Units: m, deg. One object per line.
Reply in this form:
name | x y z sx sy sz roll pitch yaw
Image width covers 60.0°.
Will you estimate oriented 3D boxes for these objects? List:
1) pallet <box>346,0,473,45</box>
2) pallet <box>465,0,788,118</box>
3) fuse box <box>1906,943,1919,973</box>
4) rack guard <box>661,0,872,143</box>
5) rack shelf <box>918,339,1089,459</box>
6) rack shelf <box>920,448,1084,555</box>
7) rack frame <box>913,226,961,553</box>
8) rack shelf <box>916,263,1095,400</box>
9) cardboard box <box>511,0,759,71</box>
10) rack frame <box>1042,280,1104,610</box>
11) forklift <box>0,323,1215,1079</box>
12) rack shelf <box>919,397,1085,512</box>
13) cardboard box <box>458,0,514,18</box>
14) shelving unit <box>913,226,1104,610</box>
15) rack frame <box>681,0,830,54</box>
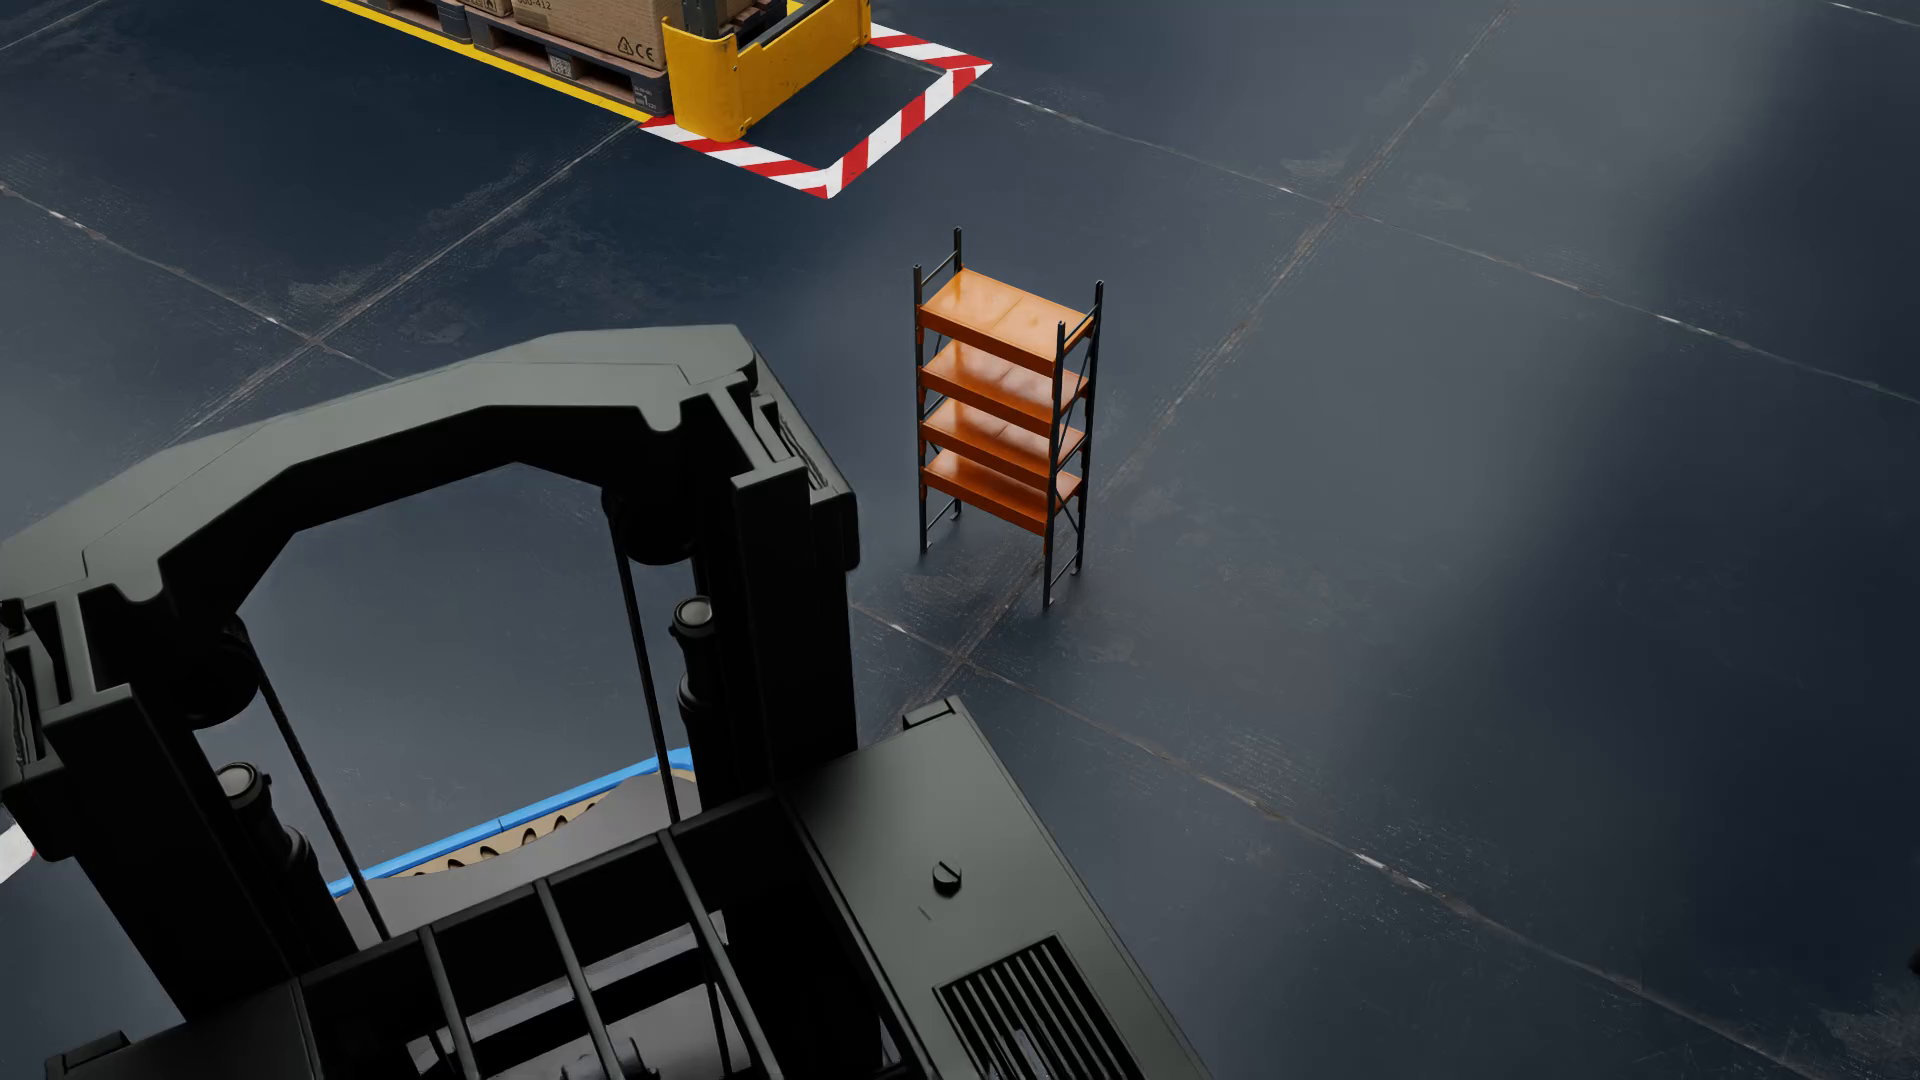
pallet | -2.626 -3.007 8.525 1.213 0.211 1.003 25 51 22
pallet | -1.603 -2.534 8.065 1.213 0.211 1.003 25 51 22
fuse box | 2.615 0.586 3.987 0.414 1.711 0.539 25 51 22
rack guard | -0.867 -2.363 7.698 0.348 0.500 1.175 25 51 22
rack shelf | 0.139 -0.463 5.145 0.480 0.148 0.258 25 51 22
rack shelf | 0.139 -0.169 5.448 0.480 0.148 0.258 25 51 22
rack frame | -0.066 -0.449 5.349 0.015 1.200 0.240 25 51 22
rack shelf | 0.139 -0.628 4.976 0.480 0.148 0.258 25 51 22
cardboard box | -1.497 -2.692 7.768 0.875 0.438 0.875 23 50 21
rack frame | 0.345 -0.260 5.166 0.015 1.200 0.240 25 51 22
forklift | -0.341 1.280 2.462 1.130 2.935 3.031 -20 49 -19
rack shelf | 0.139 -0.307 5.306 0.480 0.148 0.258 25 51 22
cardboard box | -2.272 -3.041 8.108 0.875 0.438 0.875 26 51 23
shelving unit | 0.139 -0.354 5.257 0.503 1.200 0.258 25 51 22
rack frame | -0.888 -3.244 6.810 0.127 3.000 1.000 25 51 22
